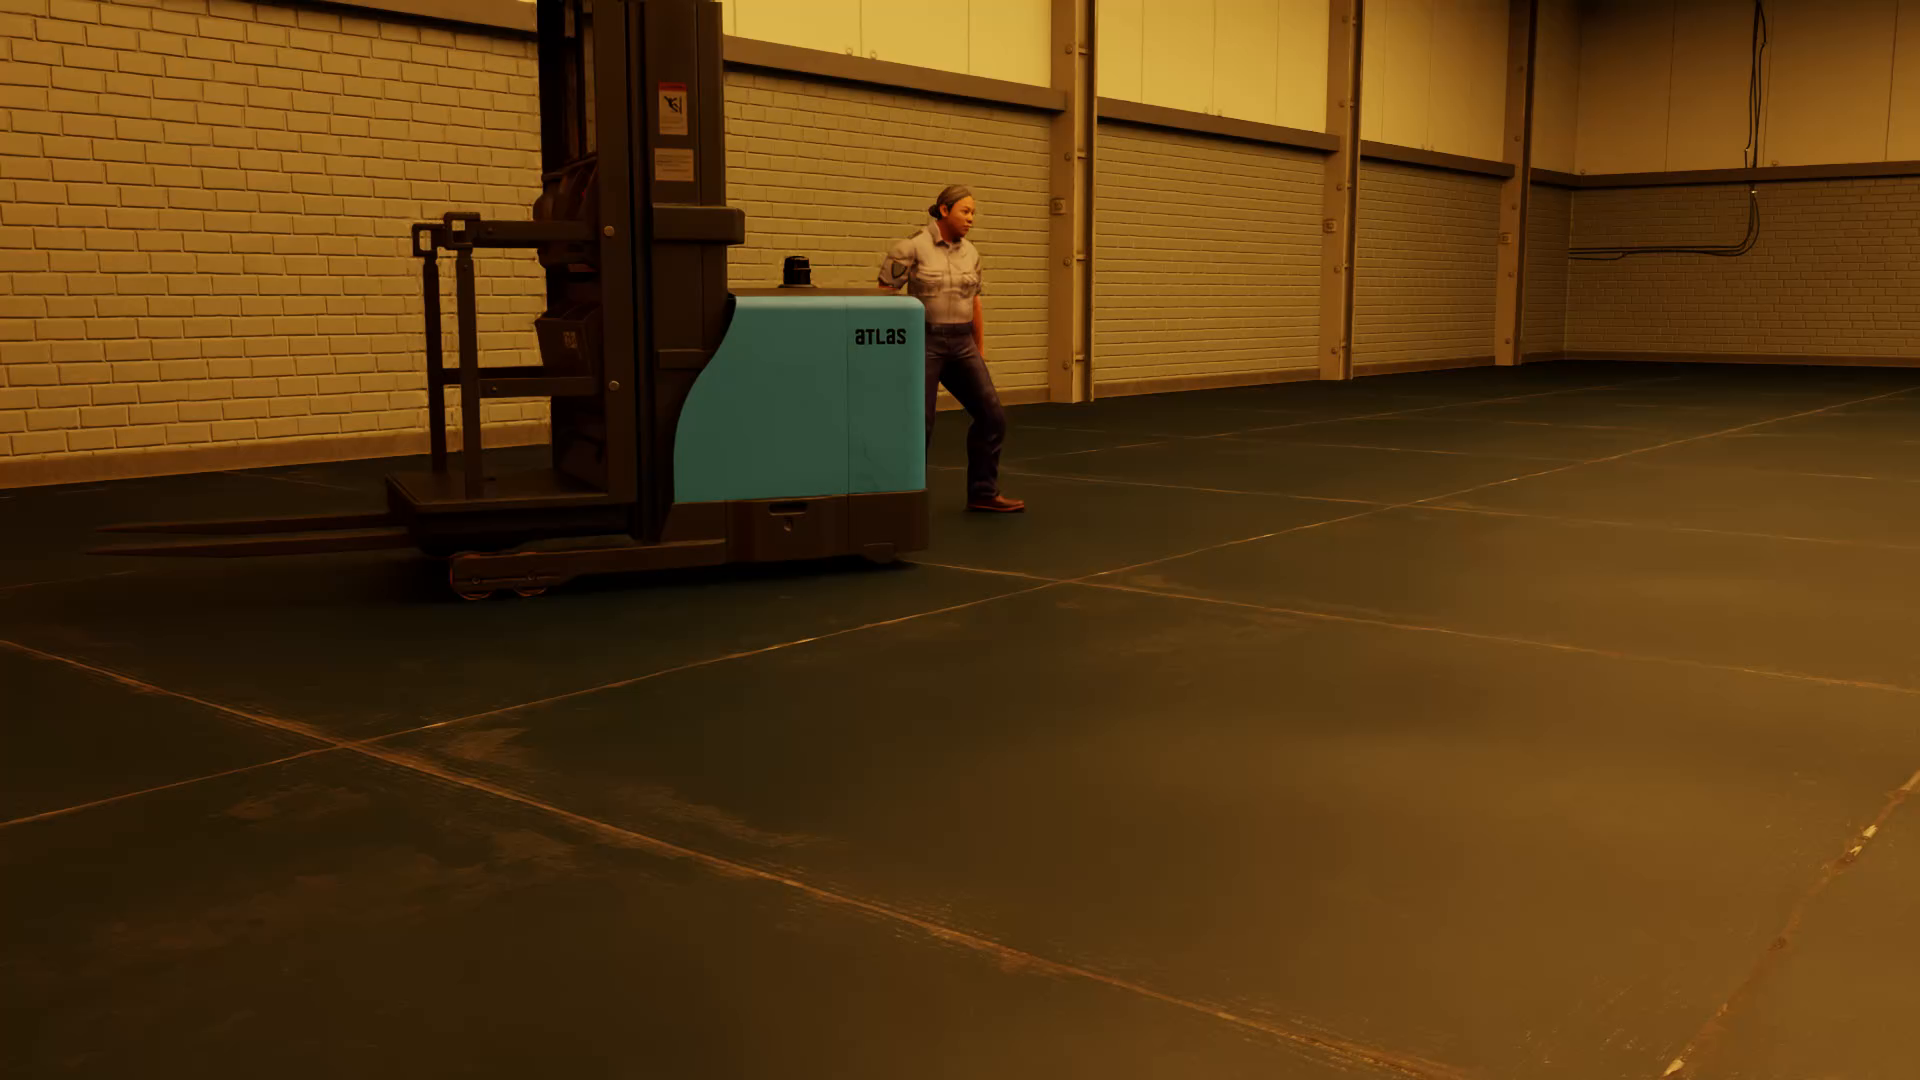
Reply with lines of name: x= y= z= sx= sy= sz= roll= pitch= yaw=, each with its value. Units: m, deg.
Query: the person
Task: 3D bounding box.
person: x=-0.090 y=-0.917 z=8.185 sx=0.827 sy=1.624 sz=0.395 roll=-5 pitch=10 yaw=-31

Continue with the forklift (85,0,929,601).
forklift: x=-1.686 y=-1.321 z=6.307 sx=3.031 sy=2.935 sz=1.130 roll=-4 pitch=9 yaw=-24
